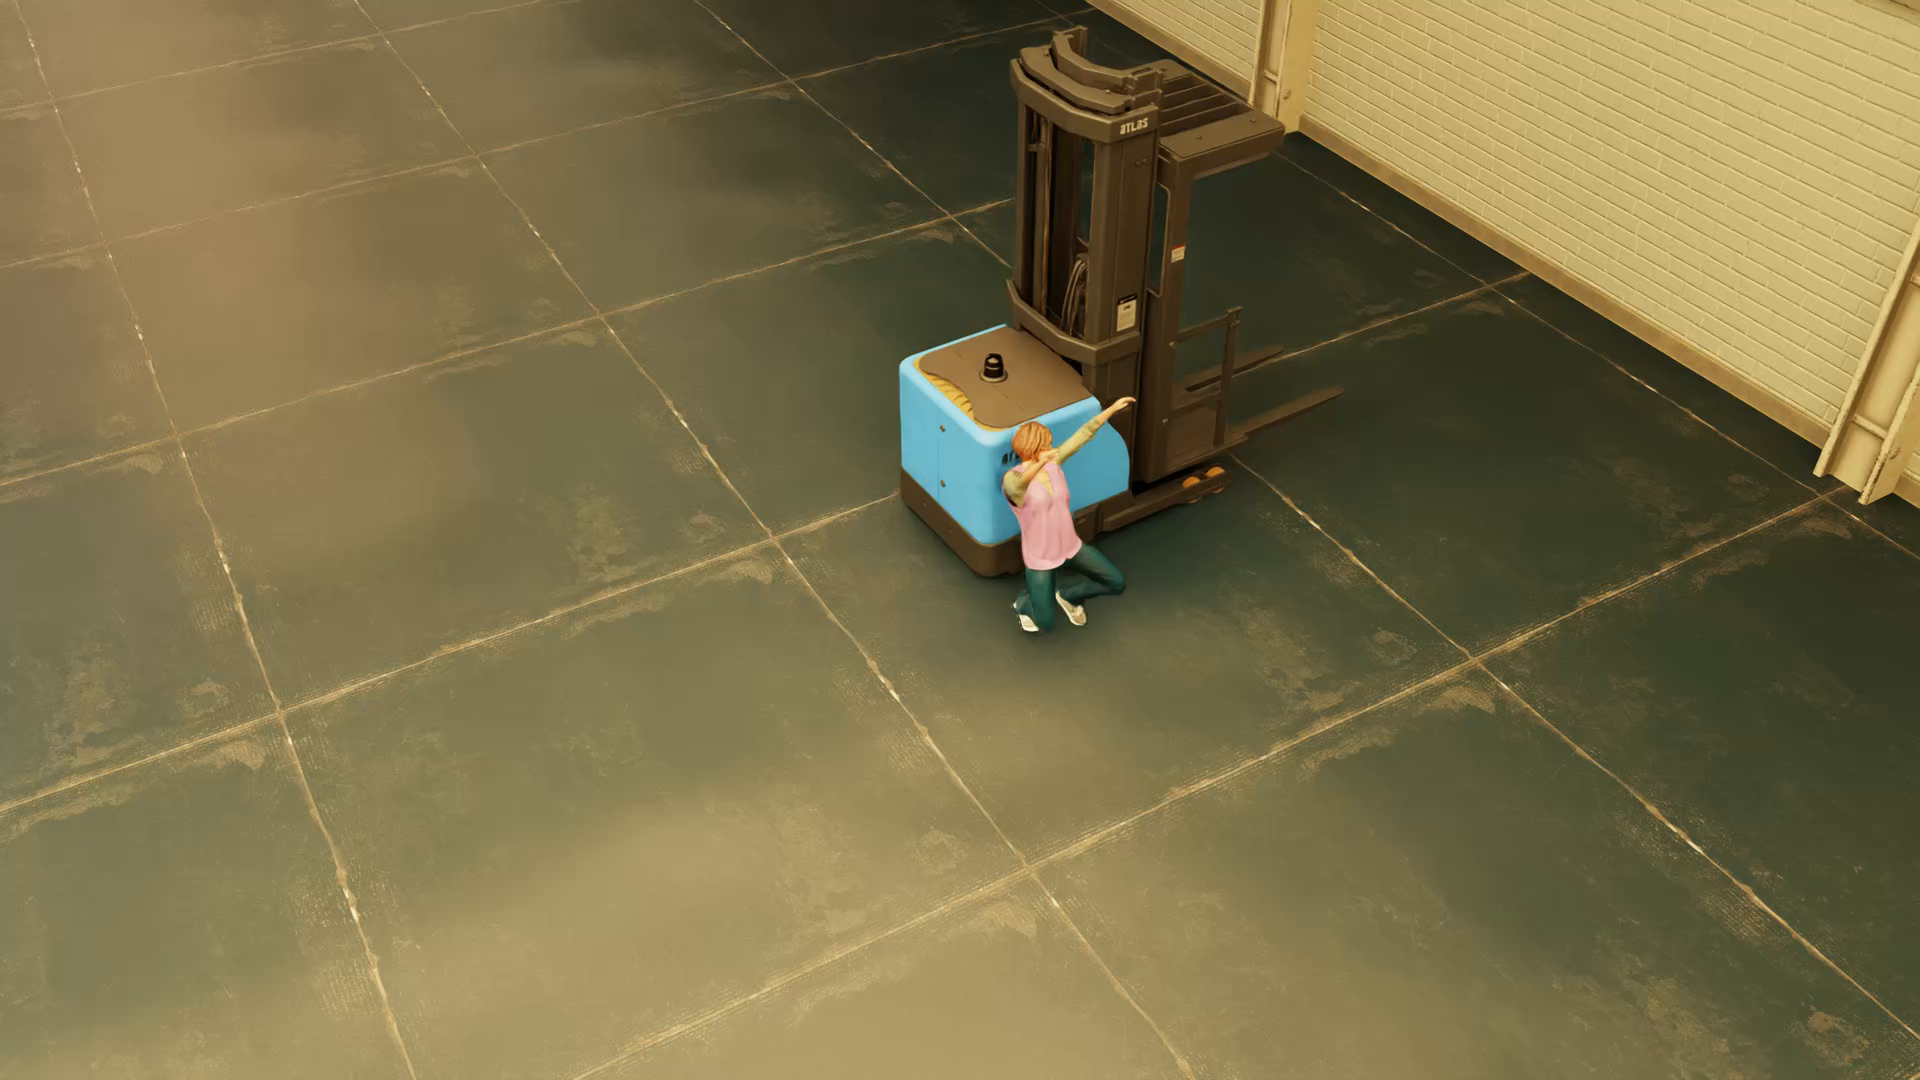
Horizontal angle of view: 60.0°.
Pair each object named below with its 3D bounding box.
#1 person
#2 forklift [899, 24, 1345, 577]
[{"bbox_3d":[0.613,-0.094,9.267,0.884,1.503,0.701,-25,46,-27],"label":"person"},{"bbox_3d":[1.139,-1.628,9.999,3.031,2.935,1.130,-22,45,-24],"label":"forklift"}]
